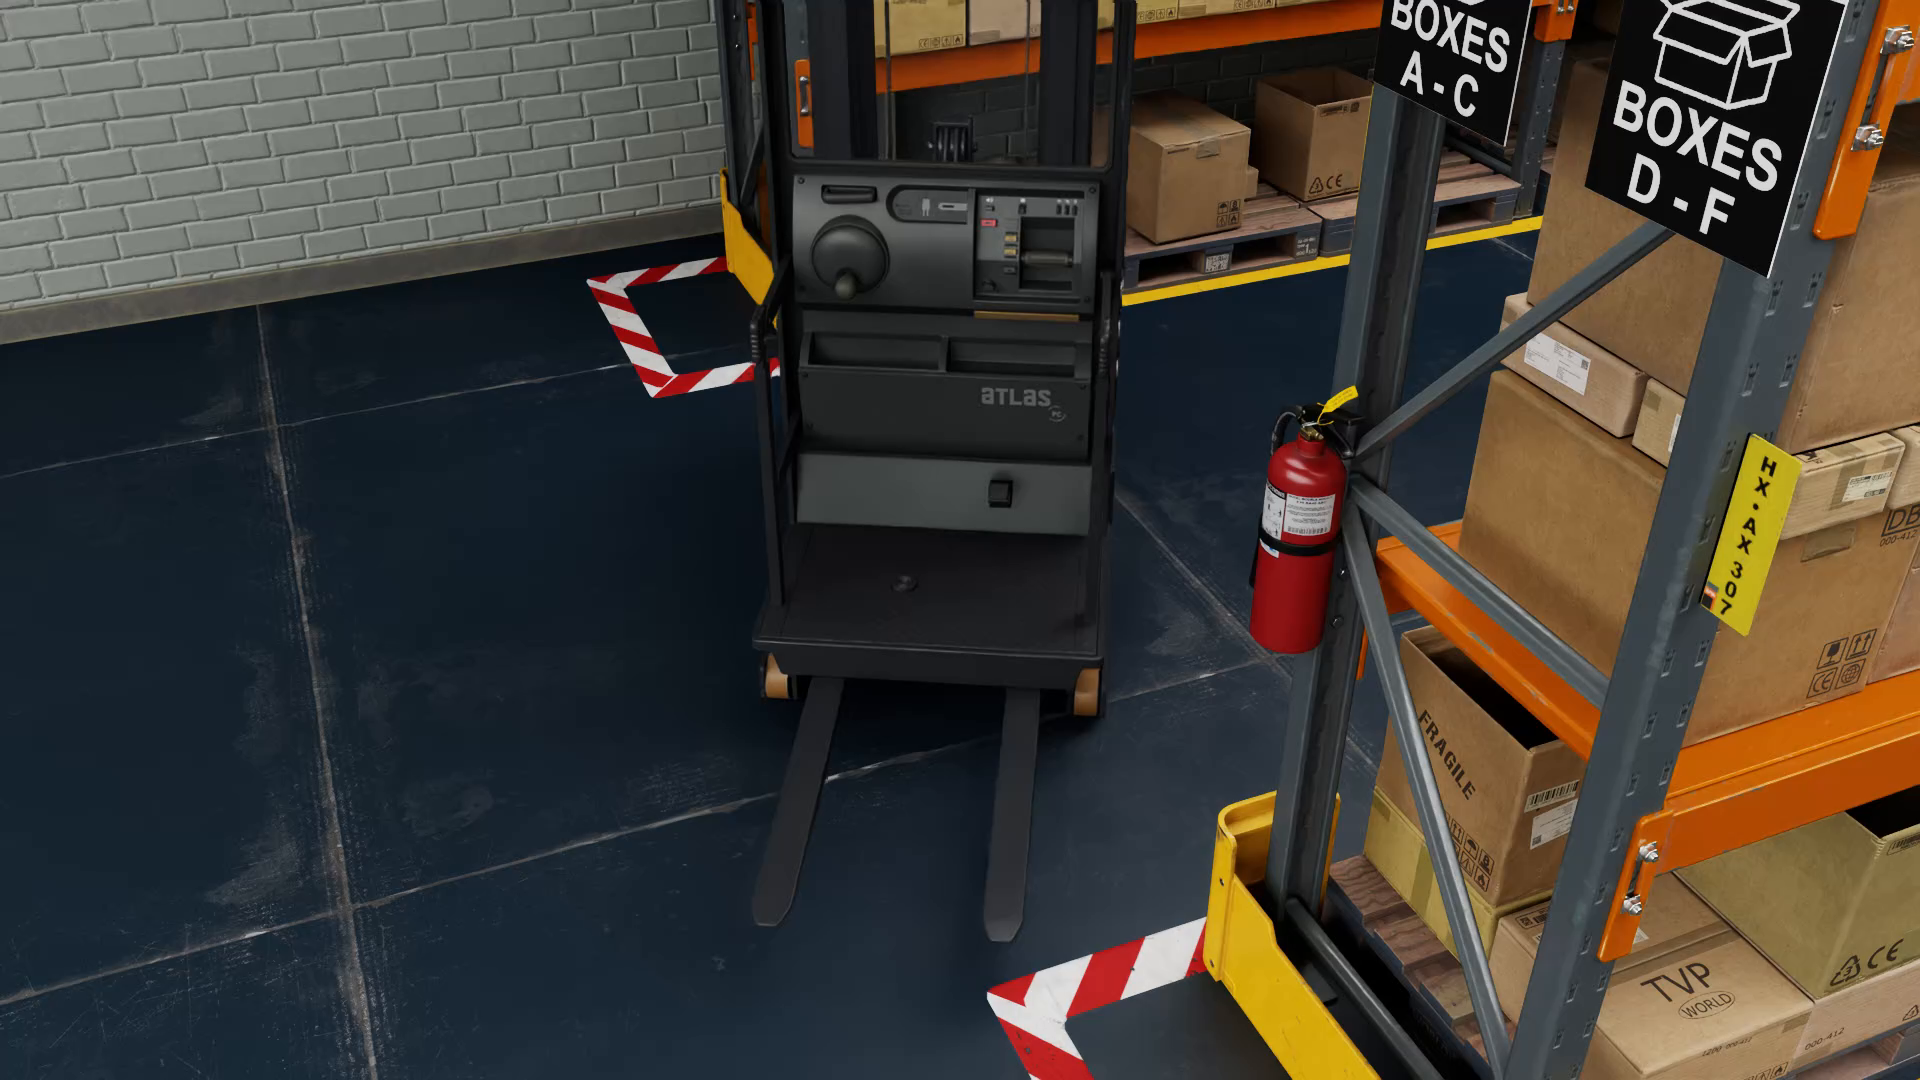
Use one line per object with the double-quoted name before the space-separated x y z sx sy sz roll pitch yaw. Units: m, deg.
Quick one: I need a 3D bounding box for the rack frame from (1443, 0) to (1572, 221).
"rack frame" 2.811 -3.224 8.454 0.127 3.000 1.000 -13 35 -19

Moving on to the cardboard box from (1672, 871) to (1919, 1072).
"cardboard box" 2.084 0.979 4.132 0.500 0.250 0.500 -13 35 -19

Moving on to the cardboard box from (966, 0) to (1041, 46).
"cardboard box" 0.169 -2.385 7.284 0.500 0.250 0.500 -14 36 -20

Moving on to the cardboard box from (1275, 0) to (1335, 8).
"cardboard box" 1.571 -2.702 7.771 0.500 0.250 0.500 -13 35 -19

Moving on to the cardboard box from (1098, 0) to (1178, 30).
"cardboard box" 0.641 -2.490 7.445 0.500 0.250 0.500 -13 35 -20

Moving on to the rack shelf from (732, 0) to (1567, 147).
"rack shelf" 0.967 -2.500 8.002 4.000 0.370 1.077 -13 35 -19

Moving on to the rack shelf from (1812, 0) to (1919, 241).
"rack shelf" 2.888 -1.267 3.356 4.000 0.370 1.077 -13 35 -19

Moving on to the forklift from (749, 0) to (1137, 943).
"forklift" -0.062 -0.851 4.871 1.130 2.935 3.031 3 33 4

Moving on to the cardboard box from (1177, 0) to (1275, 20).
"cardboard box" 1.108 -2.595 7.607 0.500 0.250 0.500 -13 35 -19

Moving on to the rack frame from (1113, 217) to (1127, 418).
"rack frame" 0.565 -0.937 6.865 0.240 0.900 0.006 26 41 34

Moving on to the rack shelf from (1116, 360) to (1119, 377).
"rack shelf" 0.497 -0.717 6.918 0.258 0.077 0.200 26 41 34

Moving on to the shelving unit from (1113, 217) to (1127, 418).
"shelving unit" 0.497 -0.896 6.802 0.258 0.900 0.210 26 41 34

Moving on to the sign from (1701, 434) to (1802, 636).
"sign" 1.253 -0.005 2.641 0.005 0.325 0.100 -13 35 -19

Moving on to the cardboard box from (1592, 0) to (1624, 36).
"cardboard box" 3.888 -2.933 9.209 0.500 0.250 0.500 -14 35 -20

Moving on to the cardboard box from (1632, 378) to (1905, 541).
"cardboard box" 1.489 -0.177 3.086 0.250 0.149 0.380 -13 35 -19

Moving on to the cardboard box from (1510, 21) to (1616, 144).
"cardboard box" 3.483 -2.524 9.268 0.500 0.500 0.700 -12 35 -17

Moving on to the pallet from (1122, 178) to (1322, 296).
"pallet" 1.079 -1.636 8.570 1.213 0.211 1.003 -13 35 -19

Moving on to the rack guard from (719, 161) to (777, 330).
"rack guard" -0.807 -1.348 7.863 0.348 0.500 1.175 -13 35 -19

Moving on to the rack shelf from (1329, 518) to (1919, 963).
"rack shelf" 2.888 -0.010 4.174 4.000 0.370 1.077 -13 35 -19

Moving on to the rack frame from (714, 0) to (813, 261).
"rack frame" -0.877 -2.379 7.156 0.127 3.000 1.000 -13 35 -19

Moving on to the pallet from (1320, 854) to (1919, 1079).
"pallet" 1.733 1.097 4.370 1.213 0.211 1.003 -13 35 -19

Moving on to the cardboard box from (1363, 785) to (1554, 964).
"cardboard box" 1.424 0.826 4.367 0.500 0.250 0.500 -13 35 -19

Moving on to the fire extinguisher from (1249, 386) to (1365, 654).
"fire extinguisher" 0.755 -0.065 3.671 0.183 0.674 0.296 -13 35 -19

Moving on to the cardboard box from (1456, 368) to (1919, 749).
"cardboard box" 1.479 -0.023 3.444 0.500 0.500 0.700 -13 35 -19

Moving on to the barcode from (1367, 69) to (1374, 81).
"barcode" 2.220 -2.501 8.939 0.075 0.075 0.001 -13 35 -19

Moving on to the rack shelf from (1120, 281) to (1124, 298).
"rack shelf" 0.497 -1.019 6.722 0.258 0.077 0.200 26 41 34

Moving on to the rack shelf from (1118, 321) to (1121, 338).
"rack shelf" 0.497 -0.868 6.820 0.258 0.077 0.200 26 41 34

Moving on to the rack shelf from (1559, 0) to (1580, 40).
"rack shelf" 4.655 -3.345 9.299 4.000 0.370 1.077 -13 35 -19

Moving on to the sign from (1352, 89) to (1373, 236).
"sign" 0.847 -0.750 3.373 0.005 0.325 0.100 -13 35 -19

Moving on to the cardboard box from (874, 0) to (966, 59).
"cardboard box" -0.304 -2.268 7.105 0.500 0.250 0.500 -14 36 -20

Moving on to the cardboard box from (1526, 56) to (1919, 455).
"cardboard box" 1.528 -0.578 3.107 0.500 0.500 0.700 -13 35 -19

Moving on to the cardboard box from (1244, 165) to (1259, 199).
"cardboard box" 1.329 -1.886 8.608 0.250 0.149 0.380 -16 36 -23

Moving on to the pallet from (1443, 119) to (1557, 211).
"pallet" 3.528 -2.220 9.469 1.213 0.211 1.003 -13 35 -19

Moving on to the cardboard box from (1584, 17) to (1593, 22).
"cardboard box" 3.940 -2.659 9.474 0.500 0.500 0.700 -14 35 -20

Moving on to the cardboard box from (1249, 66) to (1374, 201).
"cardboard box" 1.870 -2.121 8.648 0.500 0.500 0.500 -16 36 -22

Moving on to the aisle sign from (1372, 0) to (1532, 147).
"aisle sign" 0.870 -1.113 2.826 0.004 0.787 0.394 -13 35 -19

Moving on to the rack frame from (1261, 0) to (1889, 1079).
"rack frame" 1.044 0.111 3.329 0.127 3.000 1.000 -13 35 -19

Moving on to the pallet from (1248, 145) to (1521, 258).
"pallet" 2.205 -1.895 8.970 1.213 0.211 1.003 -13 35 -19

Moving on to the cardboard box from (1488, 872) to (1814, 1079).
"cardboard box" 1.625 1.086 3.967 0.500 0.250 0.500 -13 35 -19

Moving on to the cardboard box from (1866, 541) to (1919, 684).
"cardboard box" 1.962 -0.136 3.618 0.500 0.500 0.700 -12 35 -18

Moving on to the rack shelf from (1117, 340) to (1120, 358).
"rack shelf" 0.497 -0.793 6.869 0.258 0.077 0.200 26 41 34

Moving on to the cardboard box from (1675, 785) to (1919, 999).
"cardboard box" 2.085 0.665 3.926 0.500 0.500 0.500 -13 35 -19

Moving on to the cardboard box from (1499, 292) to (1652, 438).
"cardboard box" 1.323 -0.379 3.396 0.250 0.149 0.380 -13 35 -20

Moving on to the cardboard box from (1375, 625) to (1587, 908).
"cardboard box" 1.423 0.510 4.164 0.500 0.500 0.500 -13 35 -19

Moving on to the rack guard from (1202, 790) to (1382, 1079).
"rack guard" 1.022 1.164 4.003 0.348 0.500 1.175 -13 35 -19

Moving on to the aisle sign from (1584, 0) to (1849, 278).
"aisle sign" 1.102 -0.811 2.362 0.004 0.787 0.394 -13 35 -19

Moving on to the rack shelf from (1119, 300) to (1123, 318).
"rack shelf" 0.497 -0.944 6.771 0.258 0.077 0.200 26 41 34

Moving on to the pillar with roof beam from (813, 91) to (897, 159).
"pillar with roof beam" 1.100 -3.312 3.089 0.400 9.000 9.100 -13 35 -19

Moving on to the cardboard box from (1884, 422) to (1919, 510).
"cardboard box" 1.732 -0.235 3.174 0.250 0.149 0.380 -14 36 -20

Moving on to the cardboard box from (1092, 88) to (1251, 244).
"cardboard box" 1.017 -1.867 8.257 0.500 0.500 0.700 -15 36 -22

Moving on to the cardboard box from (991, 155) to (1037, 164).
"cardboard box" 0.321 -1.658 8.110 0.500 0.311 0.500 -10 34 -15

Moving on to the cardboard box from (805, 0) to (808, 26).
"cardboard box" -0.521 -2.521 7.493 0.500 0.250 0.500 -12 35 -18

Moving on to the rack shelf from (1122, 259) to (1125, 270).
"rack shelf" 0.497 -1.095 6.673 0.258 0.077 0.200 26 41 34
